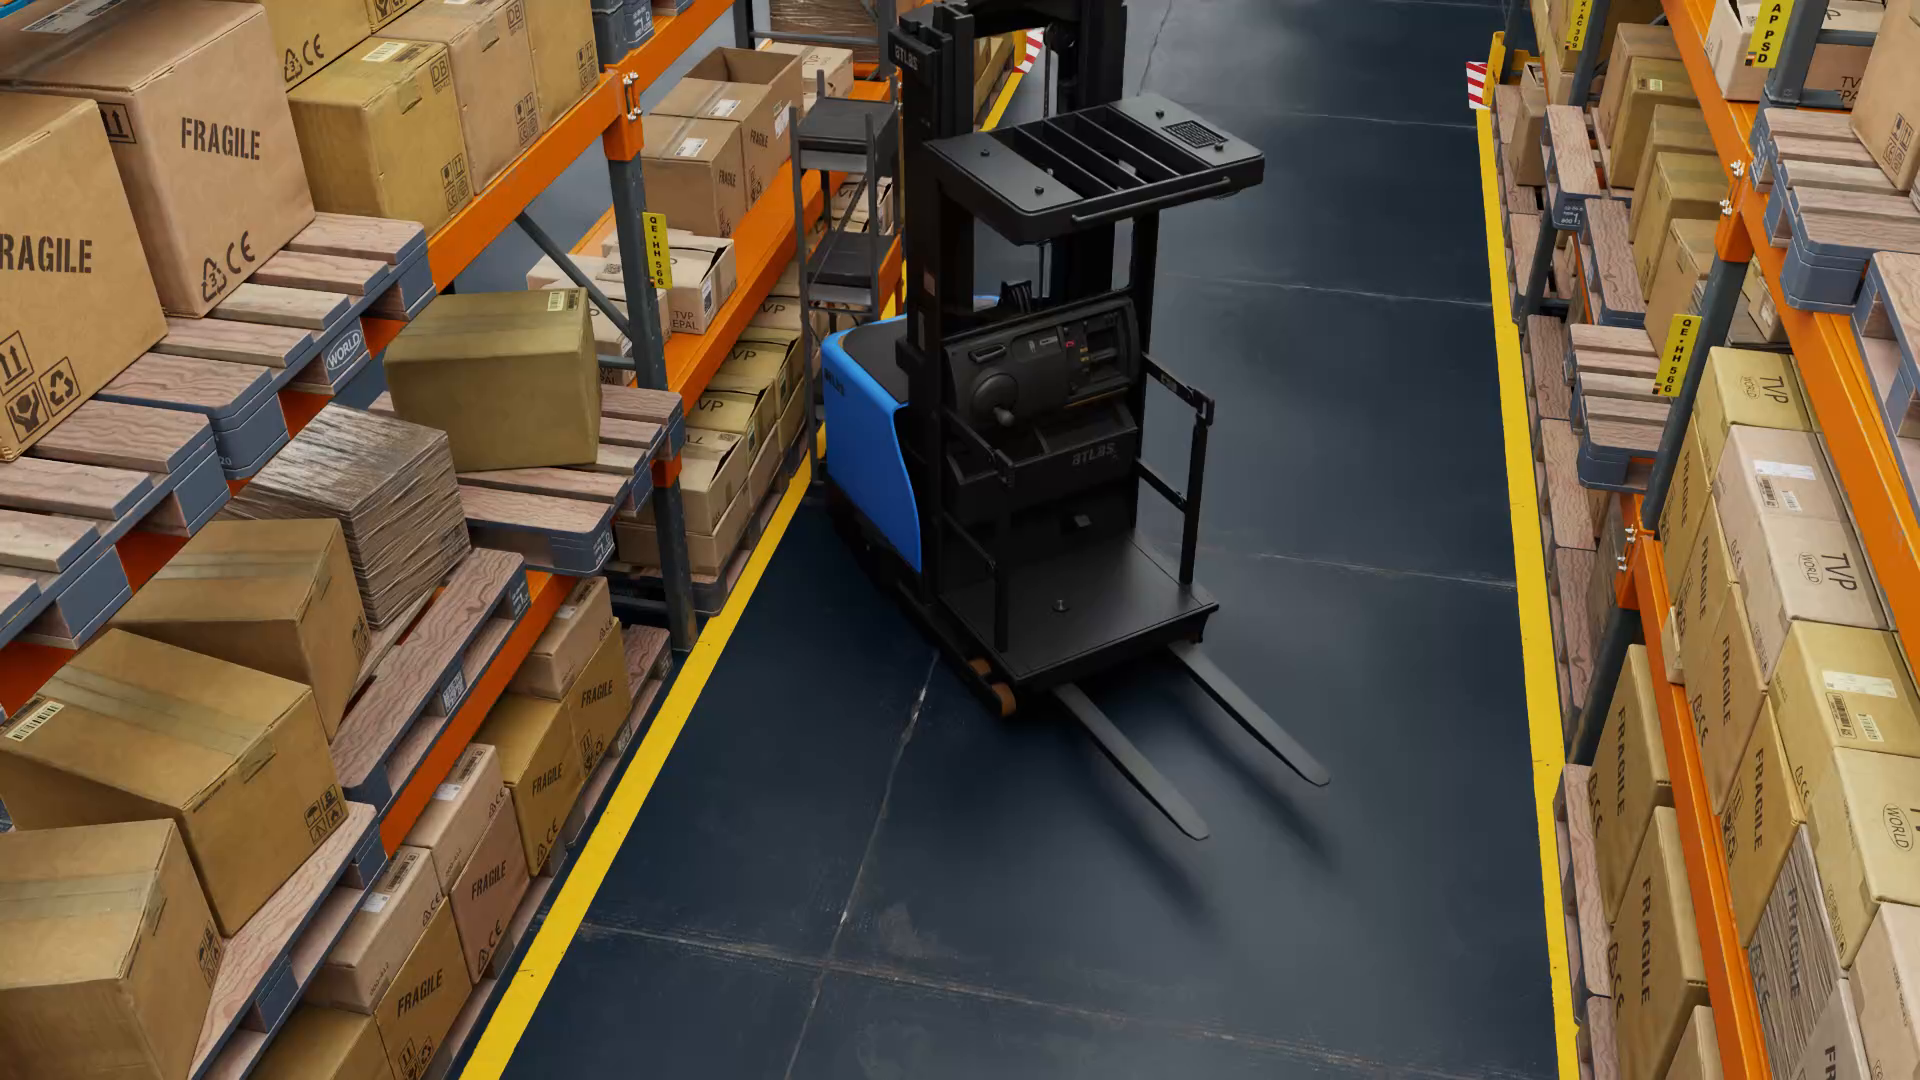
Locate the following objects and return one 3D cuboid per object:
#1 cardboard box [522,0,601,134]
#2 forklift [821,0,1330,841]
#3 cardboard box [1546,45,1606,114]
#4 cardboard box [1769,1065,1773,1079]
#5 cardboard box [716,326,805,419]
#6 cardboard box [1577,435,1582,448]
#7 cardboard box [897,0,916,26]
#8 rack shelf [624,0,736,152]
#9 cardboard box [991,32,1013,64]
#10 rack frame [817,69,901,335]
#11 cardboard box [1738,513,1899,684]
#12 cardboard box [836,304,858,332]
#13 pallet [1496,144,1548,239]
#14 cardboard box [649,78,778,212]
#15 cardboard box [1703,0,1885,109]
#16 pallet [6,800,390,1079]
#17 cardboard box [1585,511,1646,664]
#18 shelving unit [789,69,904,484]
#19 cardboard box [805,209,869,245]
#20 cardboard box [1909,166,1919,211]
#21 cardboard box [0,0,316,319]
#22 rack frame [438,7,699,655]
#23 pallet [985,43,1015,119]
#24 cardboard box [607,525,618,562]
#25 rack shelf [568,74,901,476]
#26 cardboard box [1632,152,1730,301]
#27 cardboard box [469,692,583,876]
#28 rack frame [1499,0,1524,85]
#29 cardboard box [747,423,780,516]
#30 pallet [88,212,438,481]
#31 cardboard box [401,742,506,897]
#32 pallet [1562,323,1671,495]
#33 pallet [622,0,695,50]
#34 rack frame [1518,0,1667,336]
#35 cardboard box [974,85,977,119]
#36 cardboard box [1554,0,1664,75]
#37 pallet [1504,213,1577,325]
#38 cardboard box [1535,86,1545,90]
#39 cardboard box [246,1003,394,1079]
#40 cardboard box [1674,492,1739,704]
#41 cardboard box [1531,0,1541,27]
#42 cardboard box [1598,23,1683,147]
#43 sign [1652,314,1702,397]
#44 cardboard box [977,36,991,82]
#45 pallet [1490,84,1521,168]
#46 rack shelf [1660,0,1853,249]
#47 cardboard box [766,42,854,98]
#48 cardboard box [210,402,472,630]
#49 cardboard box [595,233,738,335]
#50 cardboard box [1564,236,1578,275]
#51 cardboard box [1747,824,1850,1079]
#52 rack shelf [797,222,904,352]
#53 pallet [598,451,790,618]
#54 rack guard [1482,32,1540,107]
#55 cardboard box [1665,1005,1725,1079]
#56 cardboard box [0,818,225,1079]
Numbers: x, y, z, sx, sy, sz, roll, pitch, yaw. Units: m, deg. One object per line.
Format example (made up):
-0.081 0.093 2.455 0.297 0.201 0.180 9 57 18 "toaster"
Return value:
-1.800 -1.778 5.776 0.910 0.500 0.500 7 37 10 "cardboard box"
0.475 -0.697 6.984 1.130 2.935 3.031 -18 40 -24 "forklift"
3.760 -2.709 9.812 0.500 0.250 0.500 7 37 10 "cardboard box"
2.288 1.418 4.205 0.380 0.149 0.250 7 37 10 "cardboard box"
-1.126 -0.919 8.739 0.500 0.311 0.500 6 36 9 "cardboard box"
3.604 -0.604 8.552 0.700 0.500 0.500 8 37 10 "cardboard box"
-0.690 -3.669 10.942 0.700 0.500 0.500 7 37 9 "cardboard box"
-1.313 -2.847 7.949 1.077 0.370 4.000 7 37 10 "rack shelf"
0.143 -4.076 13.573 0.500 0.250 0.500 7 37 10 "cardboard box"
-0.501 -1.419 8.688 0.400 2.100 0.015 7 36 9 "rack frame"
2.535 0.192 4.704 0.500 0.250 0.500 8 37 10 "cardboard box"
-0.909 -1.270 9.702 0.500 0.250 0.500 8 37 11 "cardboard box"
4.322 -2.414 11.670 1.003 0.211 1.213 7 37 10 "pallet"
-1.285 -2.084 8.754 0.500 0.500 0.500 7 37 10 "cardboard box"
2.990 -1.792 5.939 0.500 0.311 0.500 7 37 10 "cardboard box"
-2.317 1.149 4.542 1.003 0.211 1.213 7 37 10 "pallet"
3.203 0.256 7.366 0.700 0.500 0.500 8 37 11 "cardboard box"
-0.549 -1.278 8.495 0.431 2.100 0.503 7 36 9 "shelving unit"
-0.797 -1.787 9.937 0.500 0.311 0.500 8 37 11 "cardboard box"
2.991 -0.996 4.322 0.700 0.500 0.500 5 36 7 "cardboard box"
-2.132 -0.994 4.252 0.600 0.600 0.600 6 36 8 "cardboard box"
-1.740 -0.777 7.036 1.000 3.000 0.127 7 37 10 "rack frame"
-0.153 -3.791 13.571 1.003 0.211 1.213 7 37 10 "pallet"
-1.866 -0.166 8.179 0.500 0.250 0.500 8 37 11 "cardboard box"
-1.313 -1.633 8.830 1.077 0.370 4.000 7 37 10 "rack shelf"
3.435 -1.365 7.387 0.700 0.500 0.500 7 37 10 "cardboard box"
-1.821 0.919 6.451 0.500 0.500 0.500 6 36 8 "cardboard box"
4.809 -4.745 12.511 1.000 3.000 0.127 7 37 10 "rack frame"
-1.234 -0.386 8.481 0.500 0.250 0.500 6 36 9 "cardboard box"
-2.168 -0.583 4.372 1.213 0.211 1.003 7 37 10 "pallet"
-1.933 0.939 5.785 0.500 0.250 0.500 7 36 9 "cardboard box"
3.149 -0.503 6.821 1.213 0.211 1.003 7 37 10 "pallet"
-1.682 -2.316 6.764 1.213 0.211 1.003 9 37 12 "pallet"
3.955 -2.452 9.347 1.000 3.000 0.127 7 37 10 "rack frame"
-0.166 -3.214 12.384 0.500 0.250 0.500 7 37 10 "cardboard box"
3.754 -3.012 9.592 0.500 0.500 0.500 7 37 10 "cardboard box"
4.064 -1.712 10.702 1.003 0.211 1.213 7 37 10 "pallet"
4.452 -3.122 12.188 0.500 0.311 0.500 10 37 14 "cardboard box"
-2.150 1.796 5.241 0.500 0.500 0.500 8 37 11 "cardboard box"
2.626 0.218 5.308 0.500 0.500 0.500 8 37 12 "cardboard box"
4.073 -3.572 11.003 0.500 0.250 0.500 8 37 10 "cardboard box"
3.813 -2.383 8.792 0.700 0.500 0.500 7 37 10 "cardboard box"
2.568 -0.658 5.953 0.100 0.325 0.005 7 37 10 "sign"
-0.054 -3.804 12.559 0.500 0.500 0.500 7 37 10 "cardboard box"
4.585 -3.111 12.633 1.003 0.211 1.213 7 37 10 "pallet"
3.528 -2.228 7.096 1.077 0.370 4.000 7 37 10 "rack shelf"
-0.948 -2.722 9.848 0.500 0.250 0.500 10 37 13 "cardboard box"
-2.146 -0.112 5.676 0.700 0.500 0.500 14 38 19 "cardboard box"
-1.360 -1.230 7.737 0.500 0.311 0.500 7 37 9 "cardboard box"
4.040 -1.793 10.478 0.380 0.166 0.250 3 36 4 "cardboard box"
2.313 1.089 4.106 0.500 0.500 0.500 7 37 10 "cardboard box"
-0.549 -1.267 8.503 0.431 0.518 0.480 7 36 9 "rack shelf"
-1.526 -0.115 8.499 1.003 0.211 1.213 7 37 10 "pallet"
4.793 -3.689 13.184 1.175 0.500 0.348 7 37 10 "rack guard"
2.445 1.936 4.767 0.750 0.750 0.750 8 37 11 "cardboard box"
-2.274 1.062 4.056 0.700 0.500 0.500 -4 36 -6 "cardboard box"
